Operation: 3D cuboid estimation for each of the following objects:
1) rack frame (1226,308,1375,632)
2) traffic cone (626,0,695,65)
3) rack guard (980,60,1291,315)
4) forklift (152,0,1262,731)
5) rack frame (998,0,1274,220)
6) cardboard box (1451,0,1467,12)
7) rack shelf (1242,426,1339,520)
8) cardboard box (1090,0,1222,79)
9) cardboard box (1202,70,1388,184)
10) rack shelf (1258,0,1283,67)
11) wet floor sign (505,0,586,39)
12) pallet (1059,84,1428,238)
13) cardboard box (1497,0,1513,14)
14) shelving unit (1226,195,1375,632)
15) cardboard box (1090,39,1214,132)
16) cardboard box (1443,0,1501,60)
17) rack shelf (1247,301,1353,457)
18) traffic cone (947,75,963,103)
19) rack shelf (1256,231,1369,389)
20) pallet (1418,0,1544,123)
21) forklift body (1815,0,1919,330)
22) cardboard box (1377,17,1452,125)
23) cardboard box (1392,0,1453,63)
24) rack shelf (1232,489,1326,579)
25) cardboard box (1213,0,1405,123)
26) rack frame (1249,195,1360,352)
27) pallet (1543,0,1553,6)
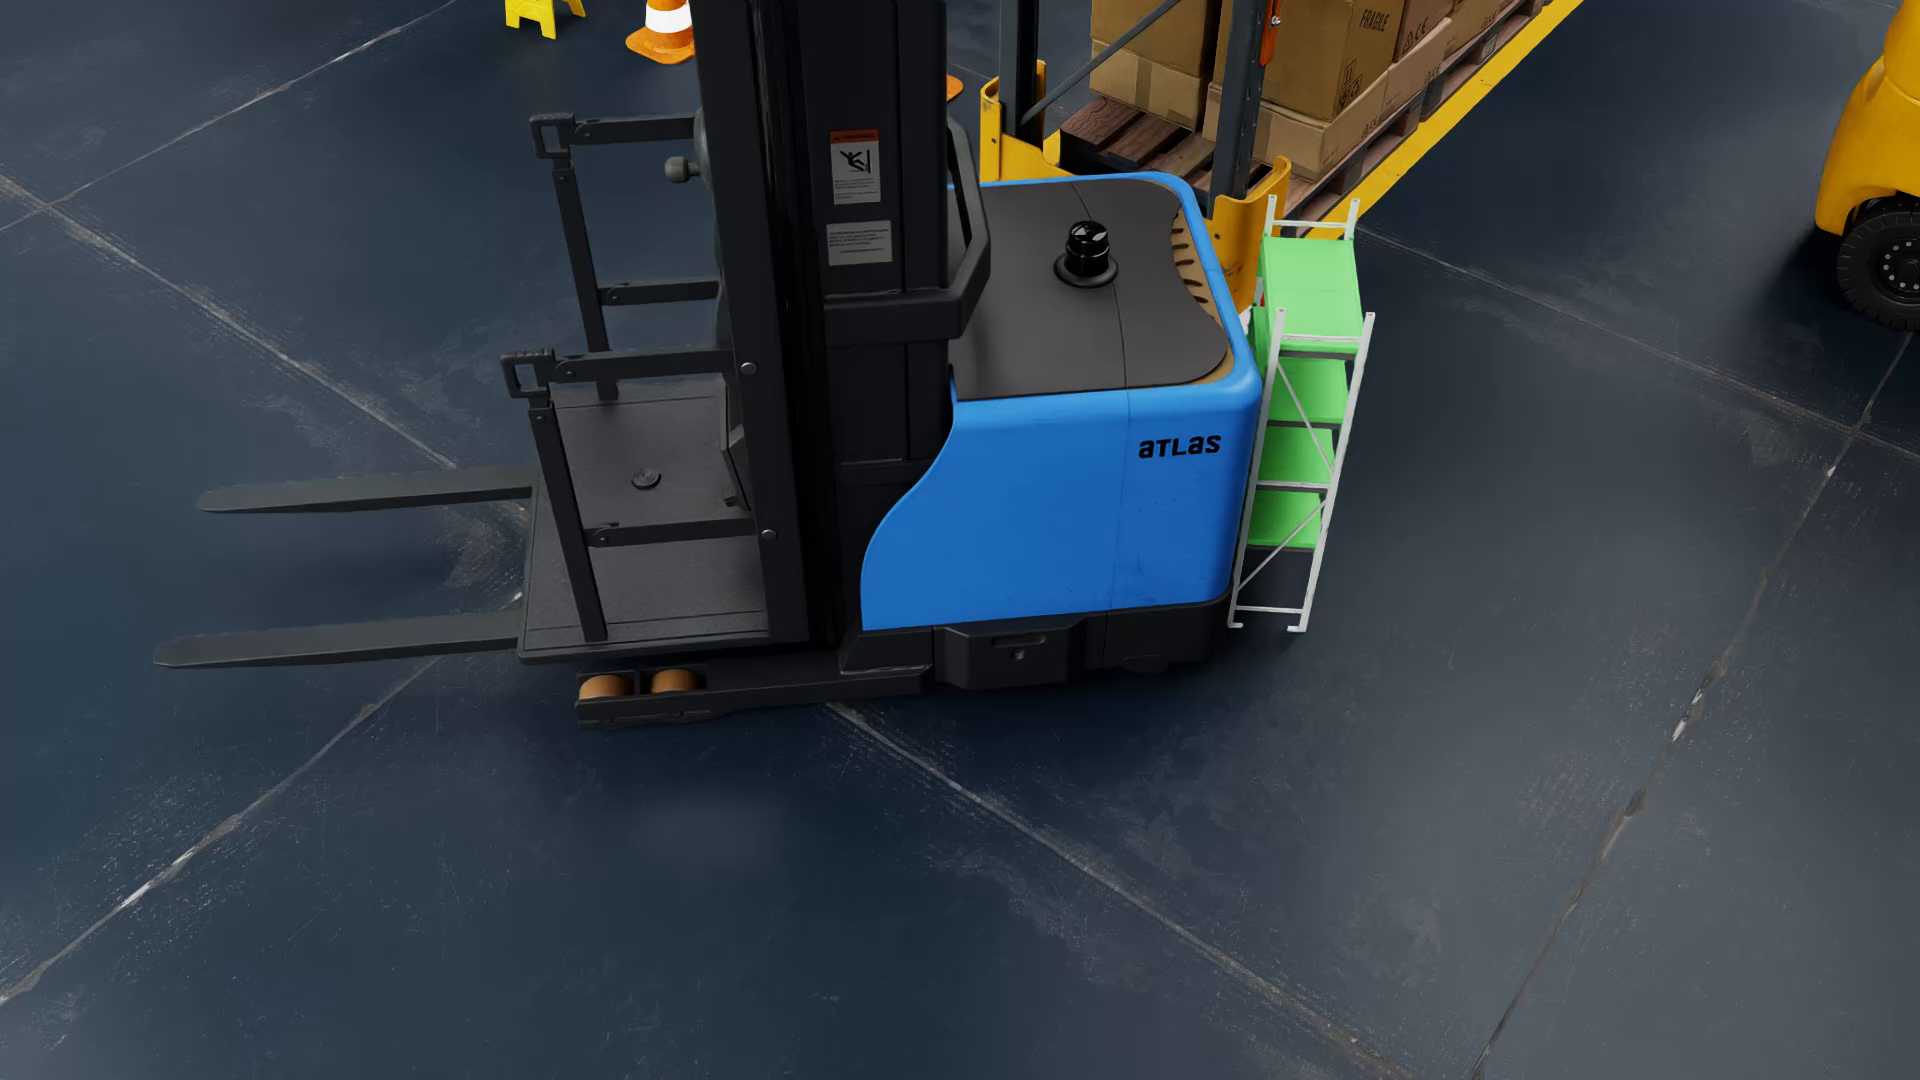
[{"bbox_3d":[0.913,-0.151,4.563,0.240,1.200,0.015,3,46,4],"label":"rack frame"},{"bbox_3d":[-1.274,-2.368,7.192,0.336,0.463,0.334,29,53,25],"label":"traffic cone"},{"bbox_3d":[0.617,-1.312,6.158,1.175,0.500,0.348,29,53,25],"label":"rack guard"},{"bbox_3d":[-0.776,-0.878,4.062,3.031,2.935,1.130,-5,46,-4],"label":"forklift"},{"bbox_3d":[0.571,-2.132,5.212,1.000,3.000,0.127,29,53,25],"label":"rack frame"},{"bbox_3d":[1.926,-2.524,6.679,0.500,0.500,0.500,30,53,26],"label":"cardboard box"},{"bbox_3d":[0.935,-0.283,4.777,0.258,0.148,0.480,3,46,4],"label":"rack shelf"},{"bbox_3d":[0.854,-2.160,6.332,0.500,0.500,0.500,30,53,25],"label":"cardboard box"},{"bbox_3d":[1.283,-1.667,6.379,0.500,0.250,0.500,29,53,25],"label":"cardboard box"},{"bbox_3d":[1.793,-3.028,6.566,1.077,0.370,4.000,29,53,25],"label":"rack shelf"},{"bbox_3d":[-1.859,-2.558,7.247,0.267,0.644,0.232,21,50,19],"label":"wet floor sign"},{"bbox_3d":[1.142,-1.662,6.691,1.003,0.211,1.213,29,53,25],"label":"pallet"},{"bbox_3d":[2.235,-2.561,7.233,0.500,0.250,0.500,30,53,26],"label":"cardboard box"},{"bbox_3d":[0.934,-0.327,4.731,0.258,1.200,0.503,3,46,4],"label":"shelving unit"},{"bbox_3d":[0.867,-1.923,6.623,0.500,0.250,0.500,29,53,25],"label":"cardboard box"},{"bbox_3d":[1.924,-2.273,6.958,0.500,0.250,0.500,33,54,27],"label":"cardboard box"},{"bbox_3d":[0.933,-0.449,4.604,0.258,0.148,0.480,3,46,4],"label":"rack shelf"},{"bbox_3d":[-0.187,-2.072,6.909,0.336,0.463,0.334,29,53,25],"label":"traffic cone"},{"bbox_3d":[0.931,-0.614,4.430,0.258,0.148,0.480,3,46,4],"label":"rack shelf"},{"bbox_3d":[1.888,-2.357,7.355,1.003,0.211,1.213,29,53,25],"label":"pallet"},{"bbox_3d":[4.216,-1.538,5.232,2.313,2.155,1.214,29,53,25],"label":"forklift body"},{"bbox_3d":[1.601,-1.955,6.655,0.500,0.250,0.500,31,54,26],"label":"cardboard box"},{"bbox_3d":[1.613,-2.241,6.409,0.500,0.500,0.500,27,52,24],"label":"cardboard box"},{"bbox_3d":[0.936,-0.117,4.951,0.258,0.148,0.480,3,46,4],"label":"rack shelf"},{"bbox_3d":[1.297,-1.940,6.121,0.500,0.500,0.500,28,52,24],"label":"cardboard box"},{"bbox_3d":[0.955,-0.503,4.899,0.240,1.200,0.015,3,46,4],"label":"rack frame"},{"bbox_3d":[2.634,-3.058,8.025,1.003,0.211,1.213,29,53,25],"label":"pallet"}]
